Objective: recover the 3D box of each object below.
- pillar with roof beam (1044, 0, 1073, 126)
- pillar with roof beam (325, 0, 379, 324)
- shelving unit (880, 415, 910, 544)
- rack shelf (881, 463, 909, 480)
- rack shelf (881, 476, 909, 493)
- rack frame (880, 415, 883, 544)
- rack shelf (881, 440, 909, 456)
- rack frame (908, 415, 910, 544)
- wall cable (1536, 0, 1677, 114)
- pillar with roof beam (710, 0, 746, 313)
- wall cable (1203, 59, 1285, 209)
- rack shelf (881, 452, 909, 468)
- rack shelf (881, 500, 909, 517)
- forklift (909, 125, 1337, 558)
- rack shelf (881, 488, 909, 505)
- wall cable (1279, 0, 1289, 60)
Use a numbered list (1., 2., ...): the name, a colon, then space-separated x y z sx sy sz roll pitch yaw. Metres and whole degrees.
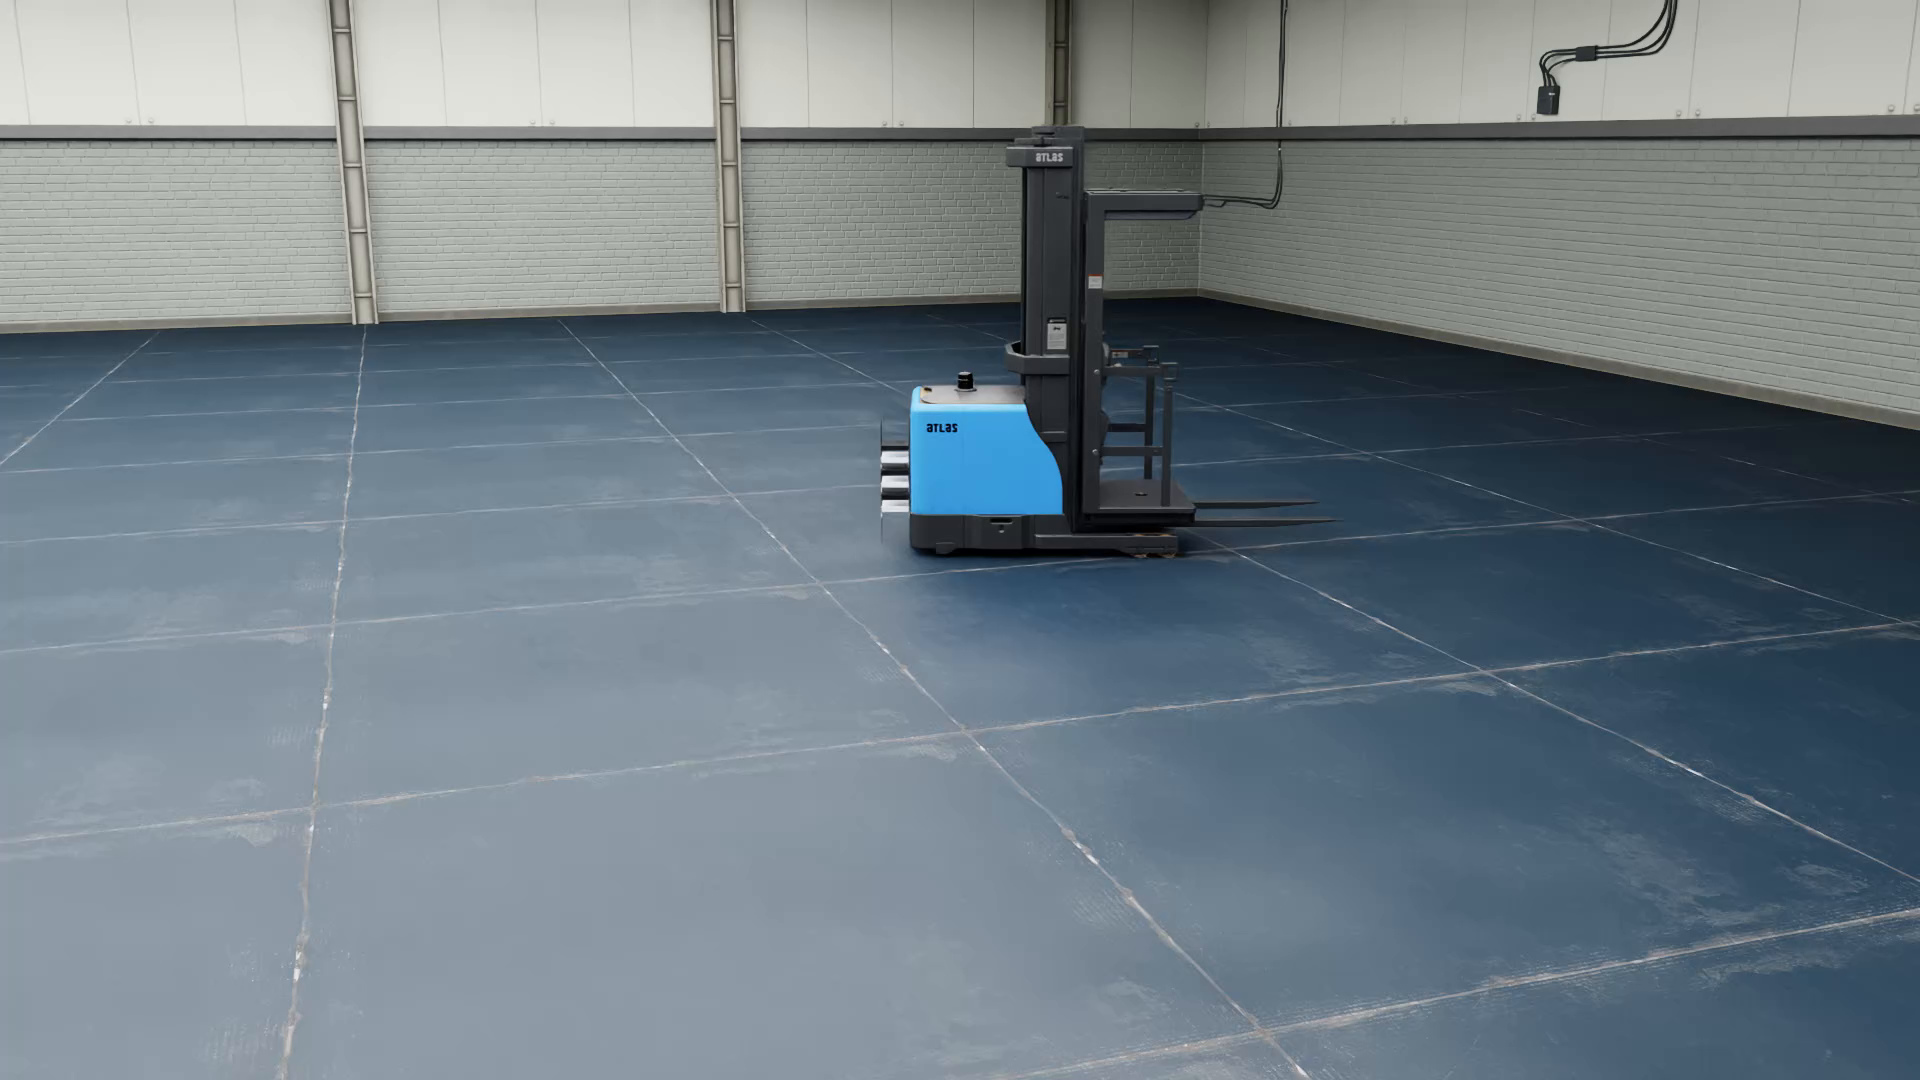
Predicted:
1. pillar with roof beam: 3.131 -7.831 25.619 0.400 9.000 9.100 -4 14 -18
2. pillar with roof beam: -8.243 -6.945 21.895 0.400 9.000 9.100 -4 14 -18
3. shelving unit: -0.468 -0.438 12.041 0.210 0.900 0.258 0 13 -1
4. rack shelf: -0.468 -0.493 12.027 0.200 0.077 0.258 0 13 -1
5. rack shelf: -0.468 -0.406 12.048 0.200 0.077 0.258 0 13 -1
6. rack frame: -0.570 -0.438 12.039 0.006 0.900 0.240 0 13 -1
7. rack shelf: -0.468 -0.669 11.986 0.200 0.077 0.258 0 13 -1
8. rack frame: -0.366 -0.439 12.042 0.006 0.900 0.240 0 13 -1
9. wall cable: 7.984 -8.274 20.131 0.169 6.003 2.305 -4 14 -18
10. pillar with roof beam: -2.556 -7.388 23.757 0.400 9.000 9.100 -4 14 -18
11. wall cable: 4.971 -7.192 29.642 0.112 2.526 3.097 -4 14 -18
12. rack shelf: -0.468 -0.581 12.007 0.200 0.077 0.258 0 13 -1
13. rack shelf: -0.468 -0.231 12.090 0.200 0.077 0.258 0 13 -1
14. forklift: 1.156 -1.422 11.789 3.031 2.935 1.130 0 13 -1
15. rack shelf: -0.468 -0.318 12.069 0.200 0.077 0.258 0 13 -1
16. wall cable: 5.834 -9.056 26.563 0.112 2.526 3.097 -4 14 -18
